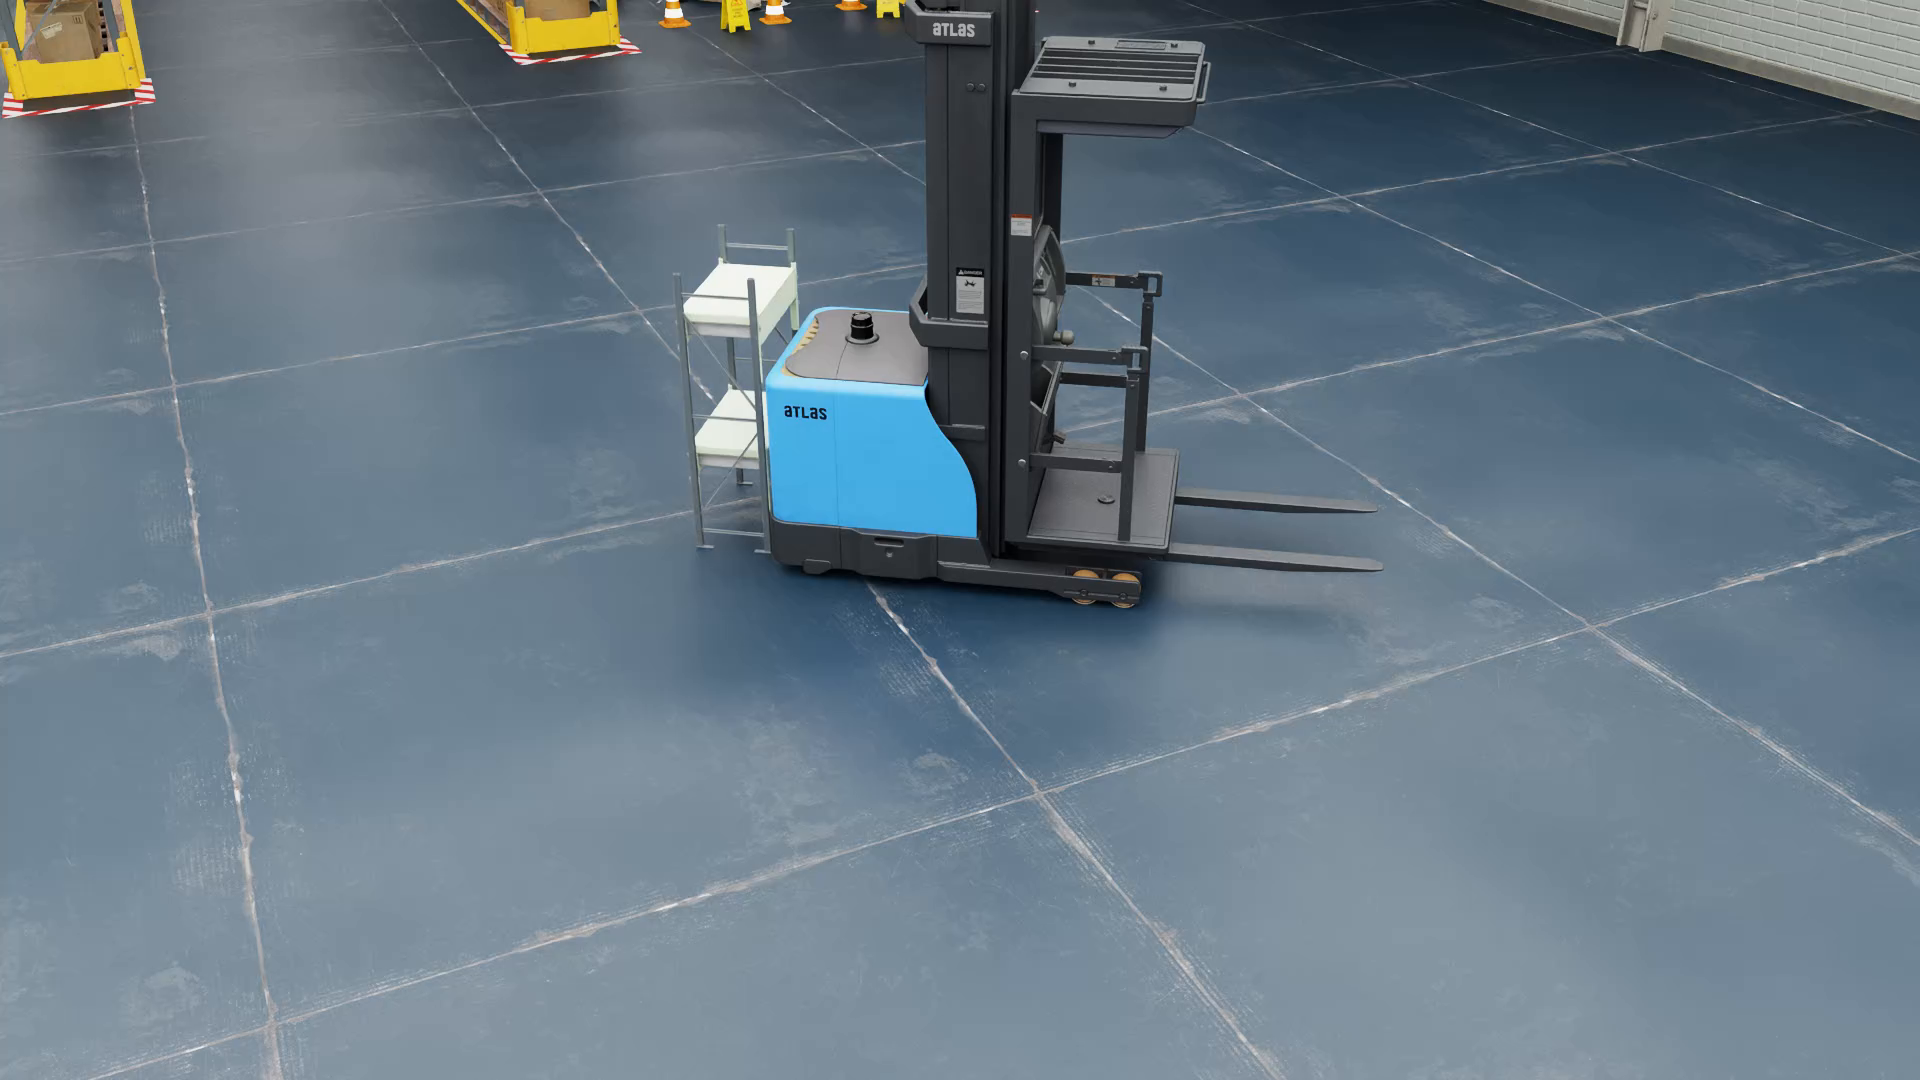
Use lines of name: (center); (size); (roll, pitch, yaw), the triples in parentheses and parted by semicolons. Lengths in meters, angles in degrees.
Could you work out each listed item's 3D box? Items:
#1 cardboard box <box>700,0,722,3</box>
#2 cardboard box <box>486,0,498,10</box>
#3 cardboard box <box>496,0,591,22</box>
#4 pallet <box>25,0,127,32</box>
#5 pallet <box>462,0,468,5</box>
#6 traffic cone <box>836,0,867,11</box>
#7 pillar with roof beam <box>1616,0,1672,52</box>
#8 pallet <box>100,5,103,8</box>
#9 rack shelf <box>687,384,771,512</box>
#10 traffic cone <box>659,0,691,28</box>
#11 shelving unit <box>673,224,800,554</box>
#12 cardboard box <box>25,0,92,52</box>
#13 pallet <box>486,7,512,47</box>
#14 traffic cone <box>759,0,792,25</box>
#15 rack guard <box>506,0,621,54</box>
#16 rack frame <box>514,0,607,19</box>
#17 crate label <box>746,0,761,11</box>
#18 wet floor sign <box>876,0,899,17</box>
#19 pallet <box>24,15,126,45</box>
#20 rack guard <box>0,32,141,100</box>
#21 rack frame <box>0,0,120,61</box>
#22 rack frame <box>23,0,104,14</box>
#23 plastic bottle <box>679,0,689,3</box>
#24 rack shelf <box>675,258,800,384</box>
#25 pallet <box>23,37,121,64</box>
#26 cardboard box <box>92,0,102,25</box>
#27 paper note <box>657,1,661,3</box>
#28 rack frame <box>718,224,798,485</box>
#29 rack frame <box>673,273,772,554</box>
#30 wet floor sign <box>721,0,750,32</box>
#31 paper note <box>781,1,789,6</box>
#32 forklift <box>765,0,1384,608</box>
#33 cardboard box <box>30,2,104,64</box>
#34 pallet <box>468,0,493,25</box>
cardboard box: (-3.024, -7.085, 20.871); (0.637, 0.503, 0.797); (13, 32, 21)
cardboard box: (-5.141, -6.776, 19.510); (0.875, 0.875, 0.875); (-14, 32, -23)
cardboard box: (-4.762, -6.388, 18.818); (0.875, 0.875, 0.875); (-13, 32, -22)
pallet: (-10.331, -6.110, 19.431); (1.003, 0.211, 1.213); (-13, 32, -22)
pallet: (-5.872, -7.044, 21.096); (1.003, 0.211, 1.213); (-13, 32, -22)
traffic cone: (-1.333, -6.742, 20.300); (0.336, 0.463, 0.334); (-13, 32, -22)
pillar with roof beam: (3.700, -8.533, 14.766); (9.100, 9.000, 0.400); (-13, 32, -22)
pallet: (-10.987, -6.743, 20.559); (1.003, 0.211, 1.213); (-13, 32, -22)
rack shelf: (-1.112, -0.494, 8.765); (0.431, 0.370, 0.720); (5, 30, 8)
traffic cone: (-3.357, -6.272, 19.462); (0.336, 0.463, 0.334); (-13, 32, -22)
shelving unit: (-1.112, -0.779, 8.605); (0.431, 1.500, 0.755); (5, 30, 8)
cardboard box: (-9.475, -5.478, 17.578); (0.500, 0.500, 0.500); (-5, 30, -9)
pallet: (-4.825, -5.966, 19.174); (1.003, 0.211, 1.213); (-13, 32, -22)
traffic cone: (-2.190, -6.359, 19.617); (0.336, 0.463, 0.334); (-13, 32, -22)
rack guard: (-4.401, -5.745, 18.484); (1.175, 0.500, 0.348); (-13, 32, -22)
rack frame: (-4.411, -6.846, 17.891); (1.000, 3.000, 0.127); (-13, 32, -22)
crate label: (-2.583, -6.551, 20.293); (0.298, 0.136, 0.250); (19, 34, 30)
wet floor sign: (-0.869, -6.594, 19.850); (0.267, 0.644, 0.232); (-3, 29, -5)
pallet: (-9.803, -5.571, 18.468); (1.003, 0.211, 1.213); (-13, 32, -22)
rack guard: (-8.967, -4.792, 16.785); (1.175, 0.500, 0.348); (-13, 32, -22)
rack frame: (-8.934, -5.849, 16.114); (1.000, 3.000, 0.127); (-13, 32, -22)
rack frame: (-10.651, -7.616, 19.265); (1.000, 3.000, 0.127); (-13, 32, -22)
plastic bottle: (-3.517, -6.765, 20.752); (0.283, 0.061, 0.133); (26, 38, 38)
rack shelf: (-1.112, -1.119, 8.414); (0.431, 0.370, 0.720); (5, 30, 8)
pallet: (-9.284, -5.032, 17.509); (1.003, 0.211, 1.213); (-13, 32, -22)
cardboard box: (-9.925, -6.014, 18.535); (0.500, 0.500, 0.500); (-16, 33, -26)
paper note: (-3.738, -6.695, 20.679); (0.032, 0.001, 0.123); (2, 29, 4)
rack frame: (-1.050, -0.955, 8.920); (0.400, 1.500, 0.023); (5, 30, 8)
rack frame: (-1.174, -0.602, 8.291); (0.400, 1.500, 0.023); (5, 30, 8)
wet floor sign: (-2.610, -6.222, 19.186); (0.267, 0.644, 0.232); (-19, 35, -30)
paper note: (-2.187, -6.634, 20.550); (0.142, 0.019, 0.148); (26, 38, 38)
forklift: (0.614, -1.227, 7.941); (3.031, 2.935, 1.130); (5, 30, 8)
cardboard box: (-9.187, -5.221, 17.120); (0.500, 0.500, 0.500); (-7, 30, -13)
pallet: (-5.345, -6.504, 20.134); (1.003, 0.211, 1.213); (-13, 32, -22)
